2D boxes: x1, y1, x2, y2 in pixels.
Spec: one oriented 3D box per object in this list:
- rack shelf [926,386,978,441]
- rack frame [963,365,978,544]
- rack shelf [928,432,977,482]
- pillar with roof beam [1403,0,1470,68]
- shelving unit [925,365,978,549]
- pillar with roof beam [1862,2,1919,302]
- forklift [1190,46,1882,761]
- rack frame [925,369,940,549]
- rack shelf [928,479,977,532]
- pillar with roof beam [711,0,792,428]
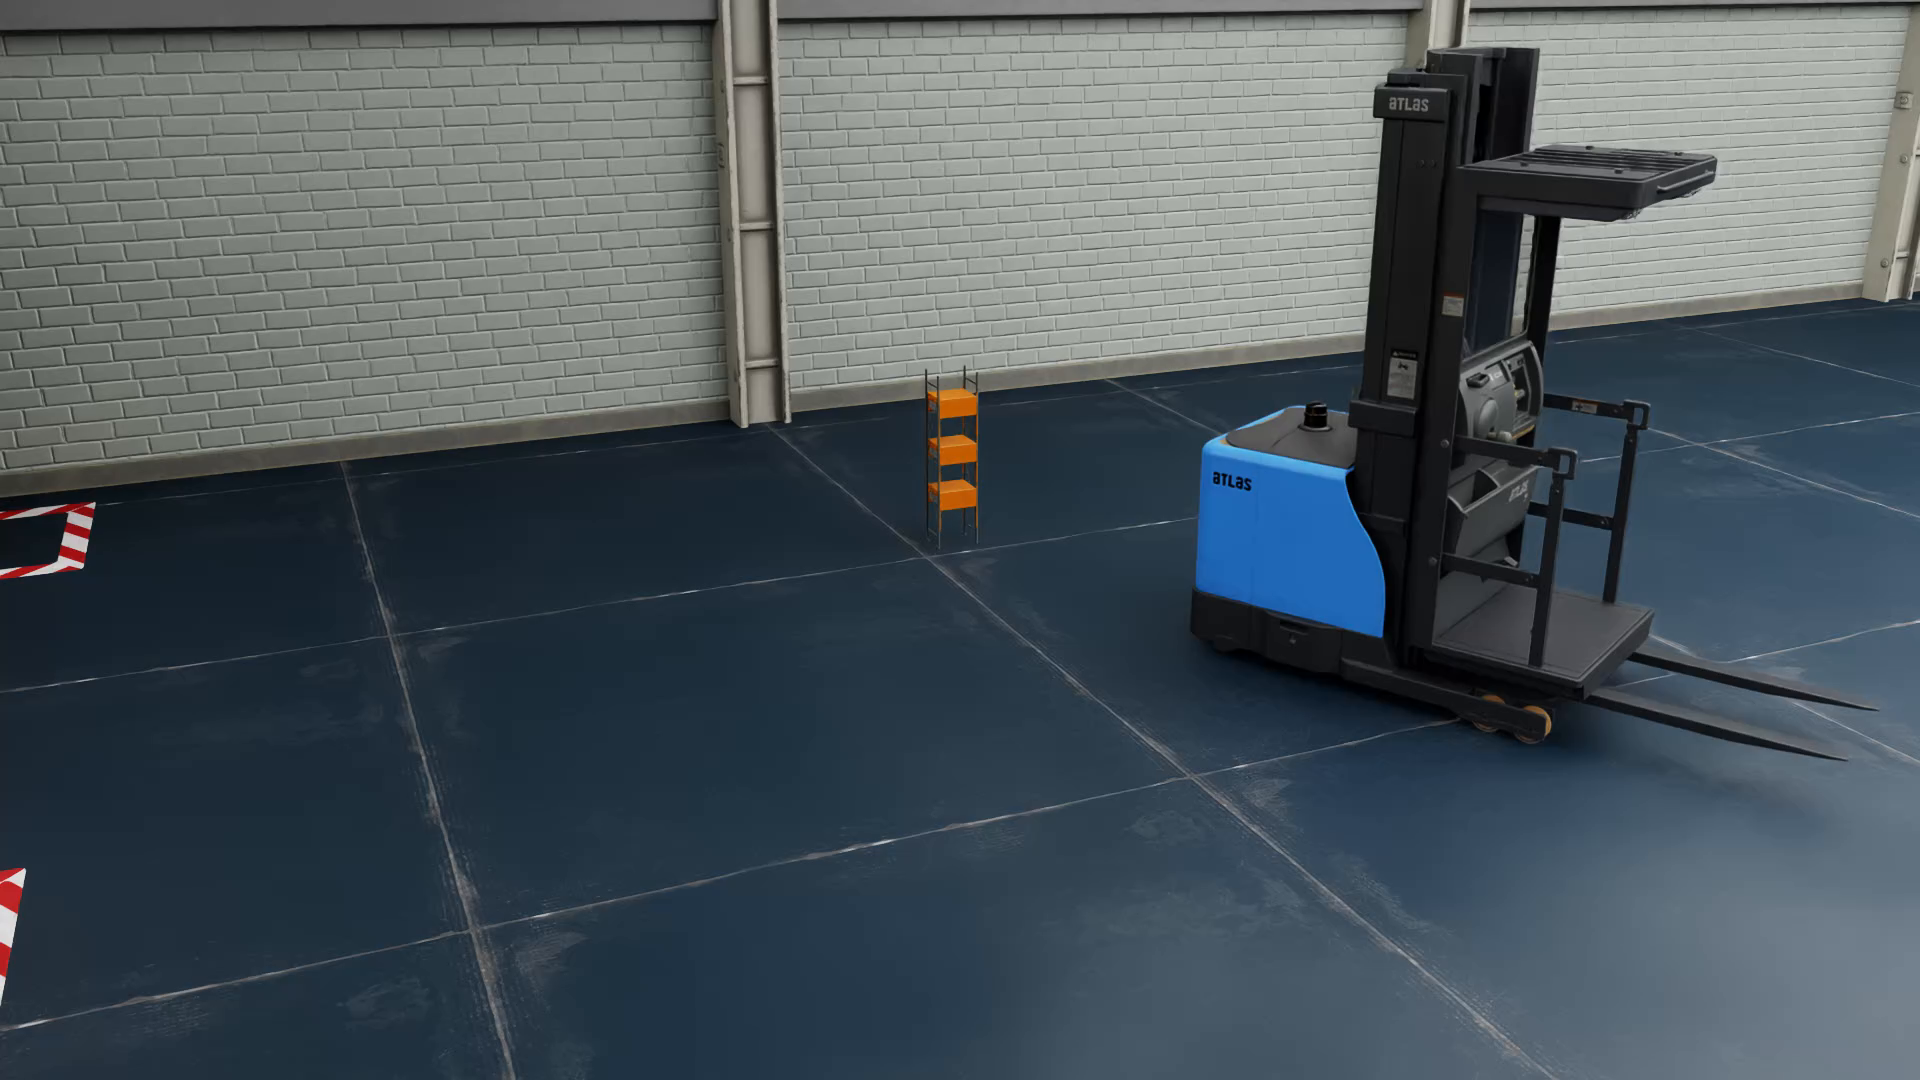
[{"bbox_3d":[-0.049,-0.746,9.737,0.240,0.259,0.215,-8,21,-22],"label":"rack shelf"},{"bbox_3d":[0.063,-0.504,9.873,0.008,1.050,0.200,-8,21,-22],"label":"rack frame"},{"bbox_3d":[-0.049,-0.478,9.831,0.240,0.259,0.215,-8,21,-22],"label":"rack shelf"},{"bbox_3d":[5.702,-4.630,9.621,0.400,9.000,9.100,-8,21,-22],"label":"pillar with roof beam"},{"bbox_3d":[-0.049,-0.488,9.828,0.252,1.050,0.215,-8,21,-22],"label":"shelving unit"},{"bbox_3d":[11.212,-5.419,11.863,0.400,9.000,9.100,-8,21,-22],"label":"pillar with roof beam"},{"bbox_3d":[2.646,-0.670,7.513,3.031,2.935,1.130,15,24,36],"label":"forklift"},{"bbox_3d":[-0.161,-0.472,9.782,0.008,1.050,0.200,-8,21,-22],"label":"rack frame"},{"bbox_3d":[-0.049,-0.216,9.923,0.240,0.259,0.215,-8,21,-22],"label":"rack shelf"},{"bbox_3d":[0.193,-3.840,7.380,0.400,9.000,9.100,-8,21,-22],"label":"pillar with roof beam"}]
